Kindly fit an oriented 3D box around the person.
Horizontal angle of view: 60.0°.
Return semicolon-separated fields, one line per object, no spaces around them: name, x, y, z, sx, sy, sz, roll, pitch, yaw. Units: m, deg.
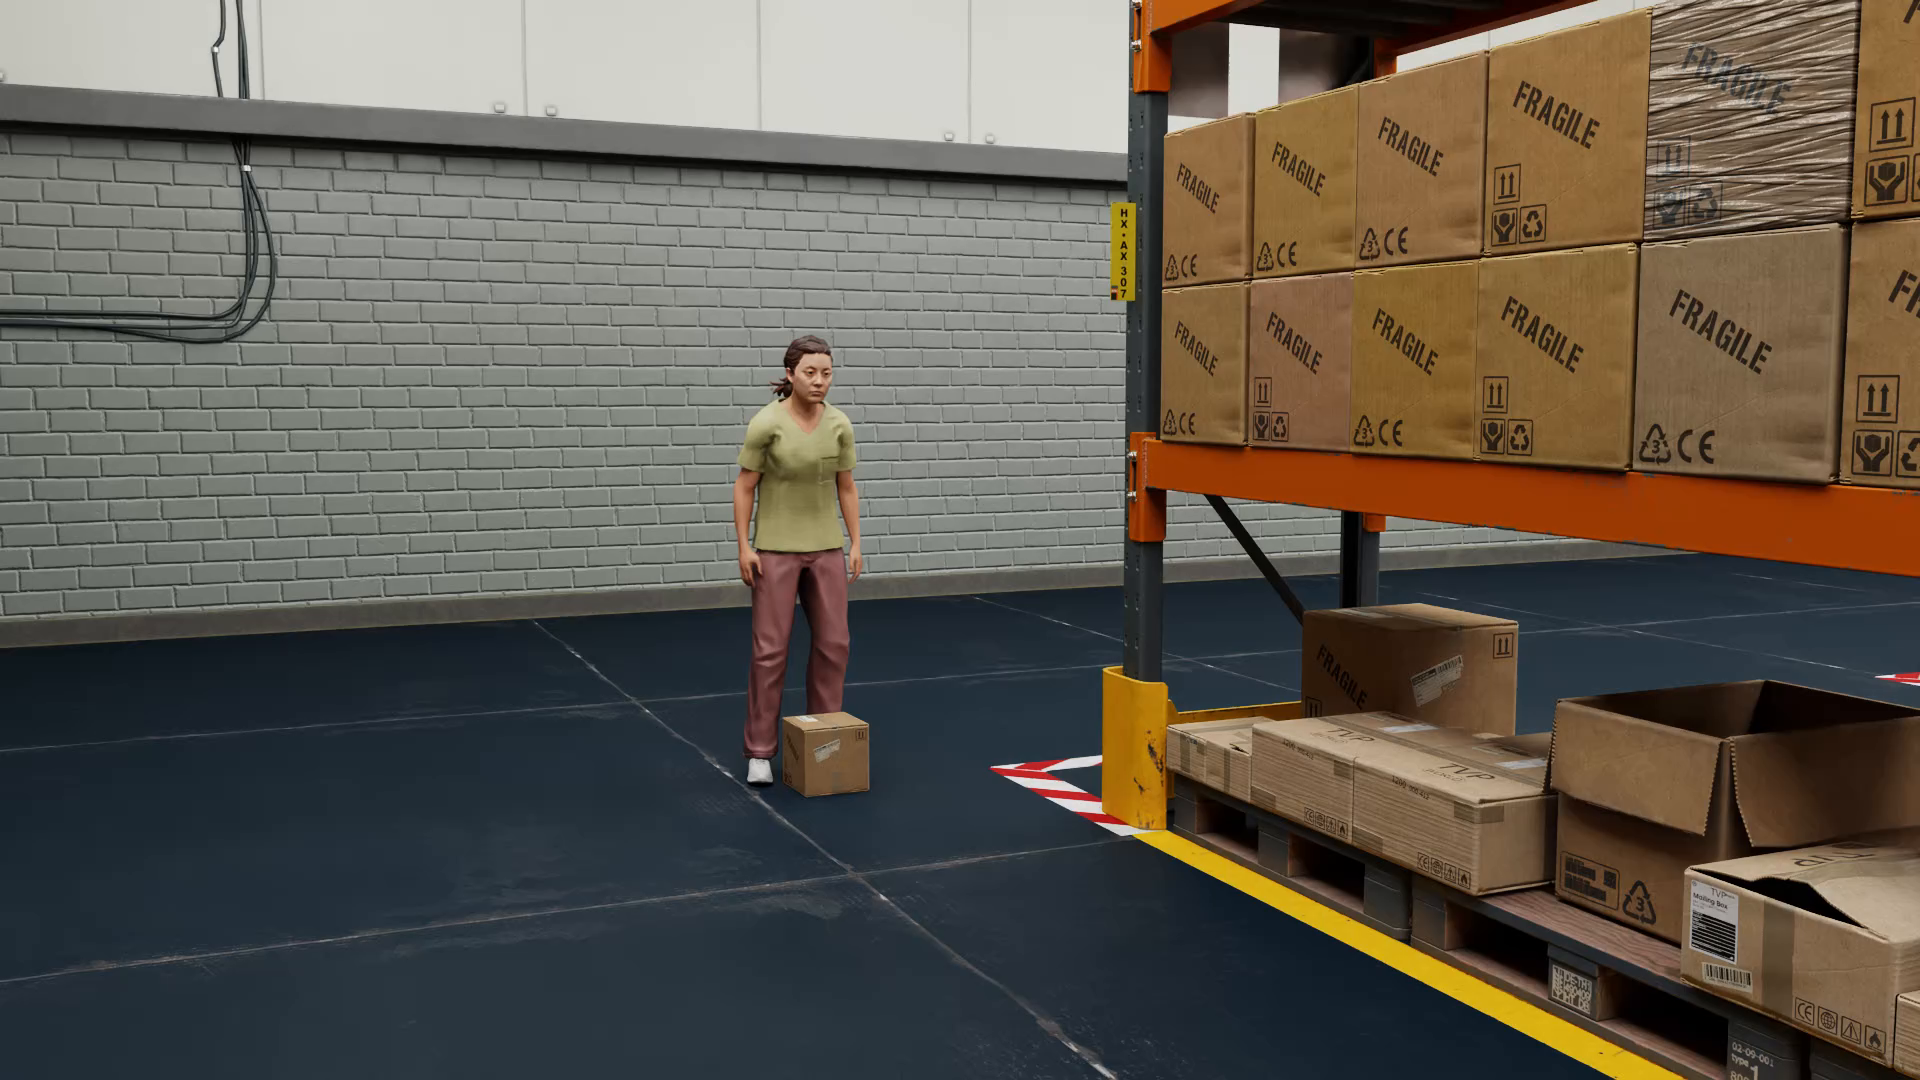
person;-0.601;0.062;6.315;0.508;1.672;0.353;-3;6;-25
